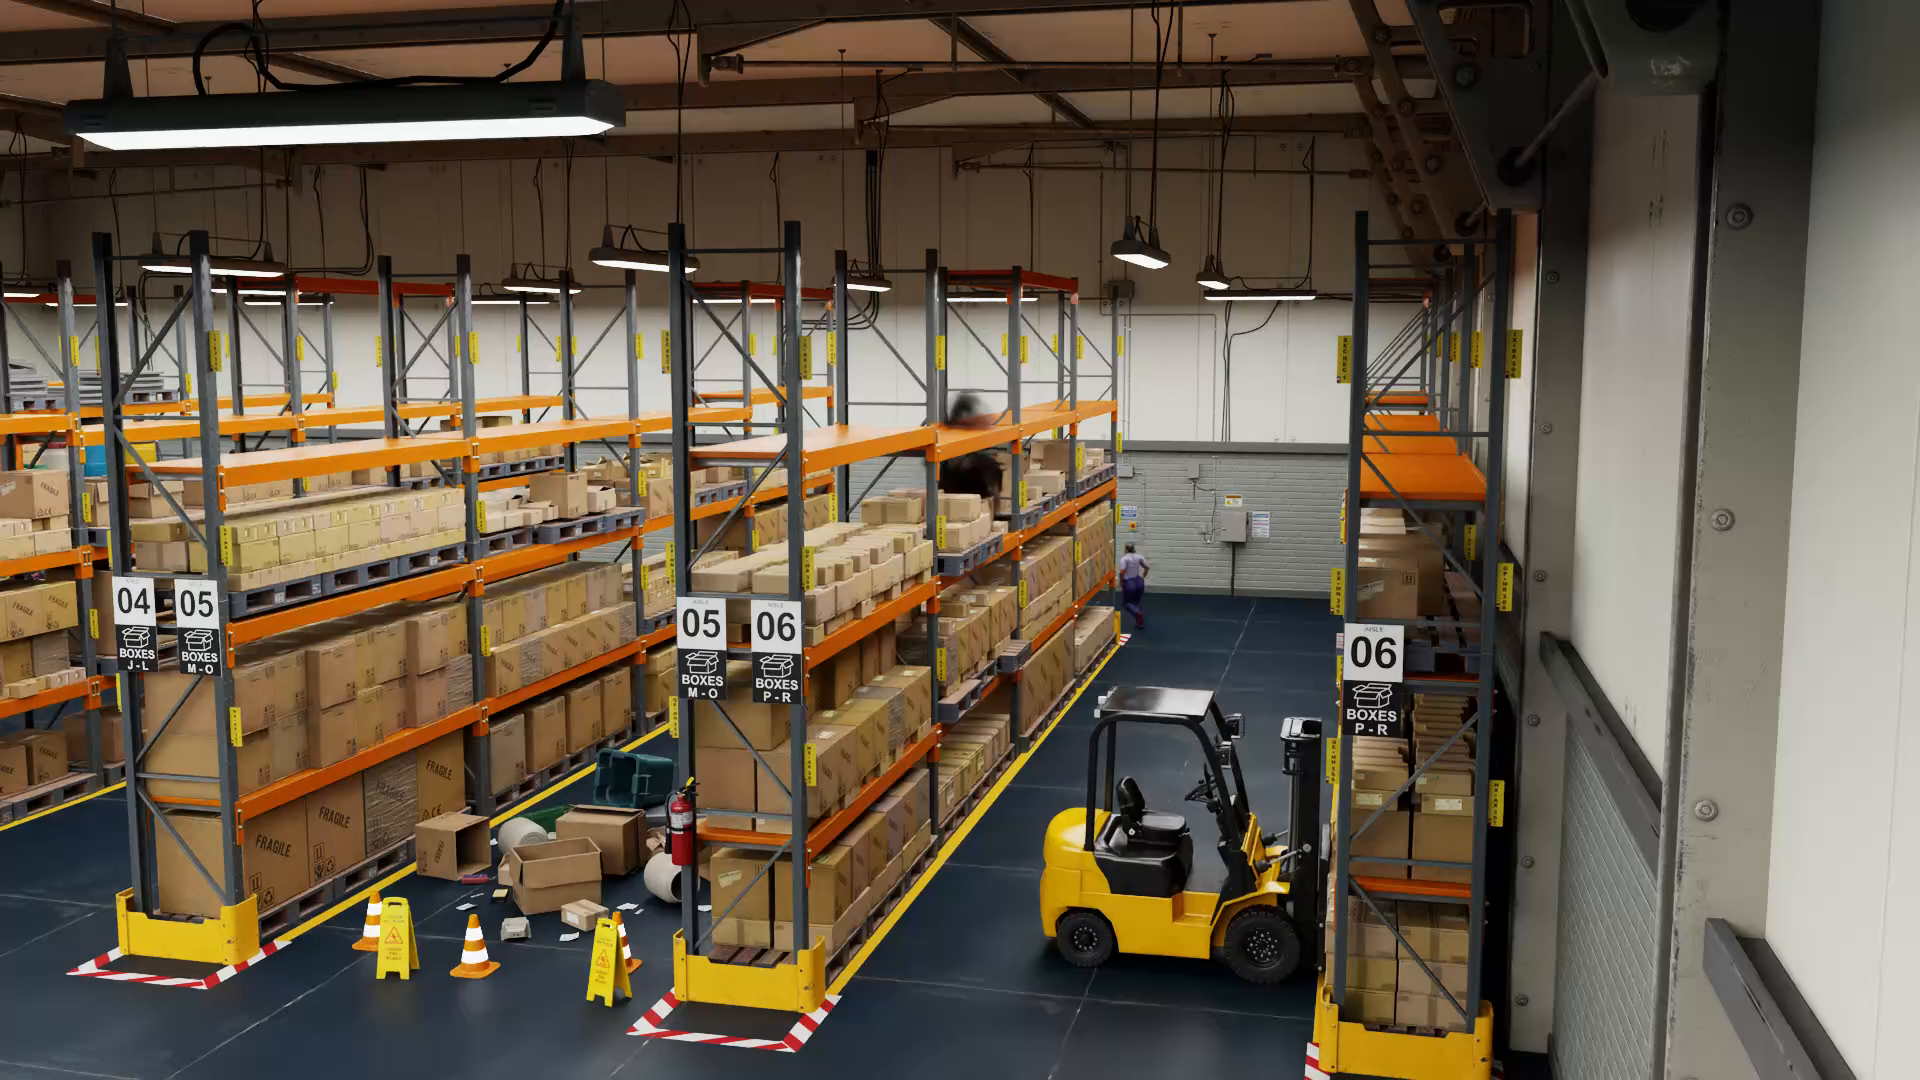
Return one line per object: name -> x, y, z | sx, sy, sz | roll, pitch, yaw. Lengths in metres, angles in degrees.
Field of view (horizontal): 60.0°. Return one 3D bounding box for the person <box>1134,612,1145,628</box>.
person -> 3.157, 1.391, 29.522 | 0.324, 0.406, 0.477 | -3, 8, -27
